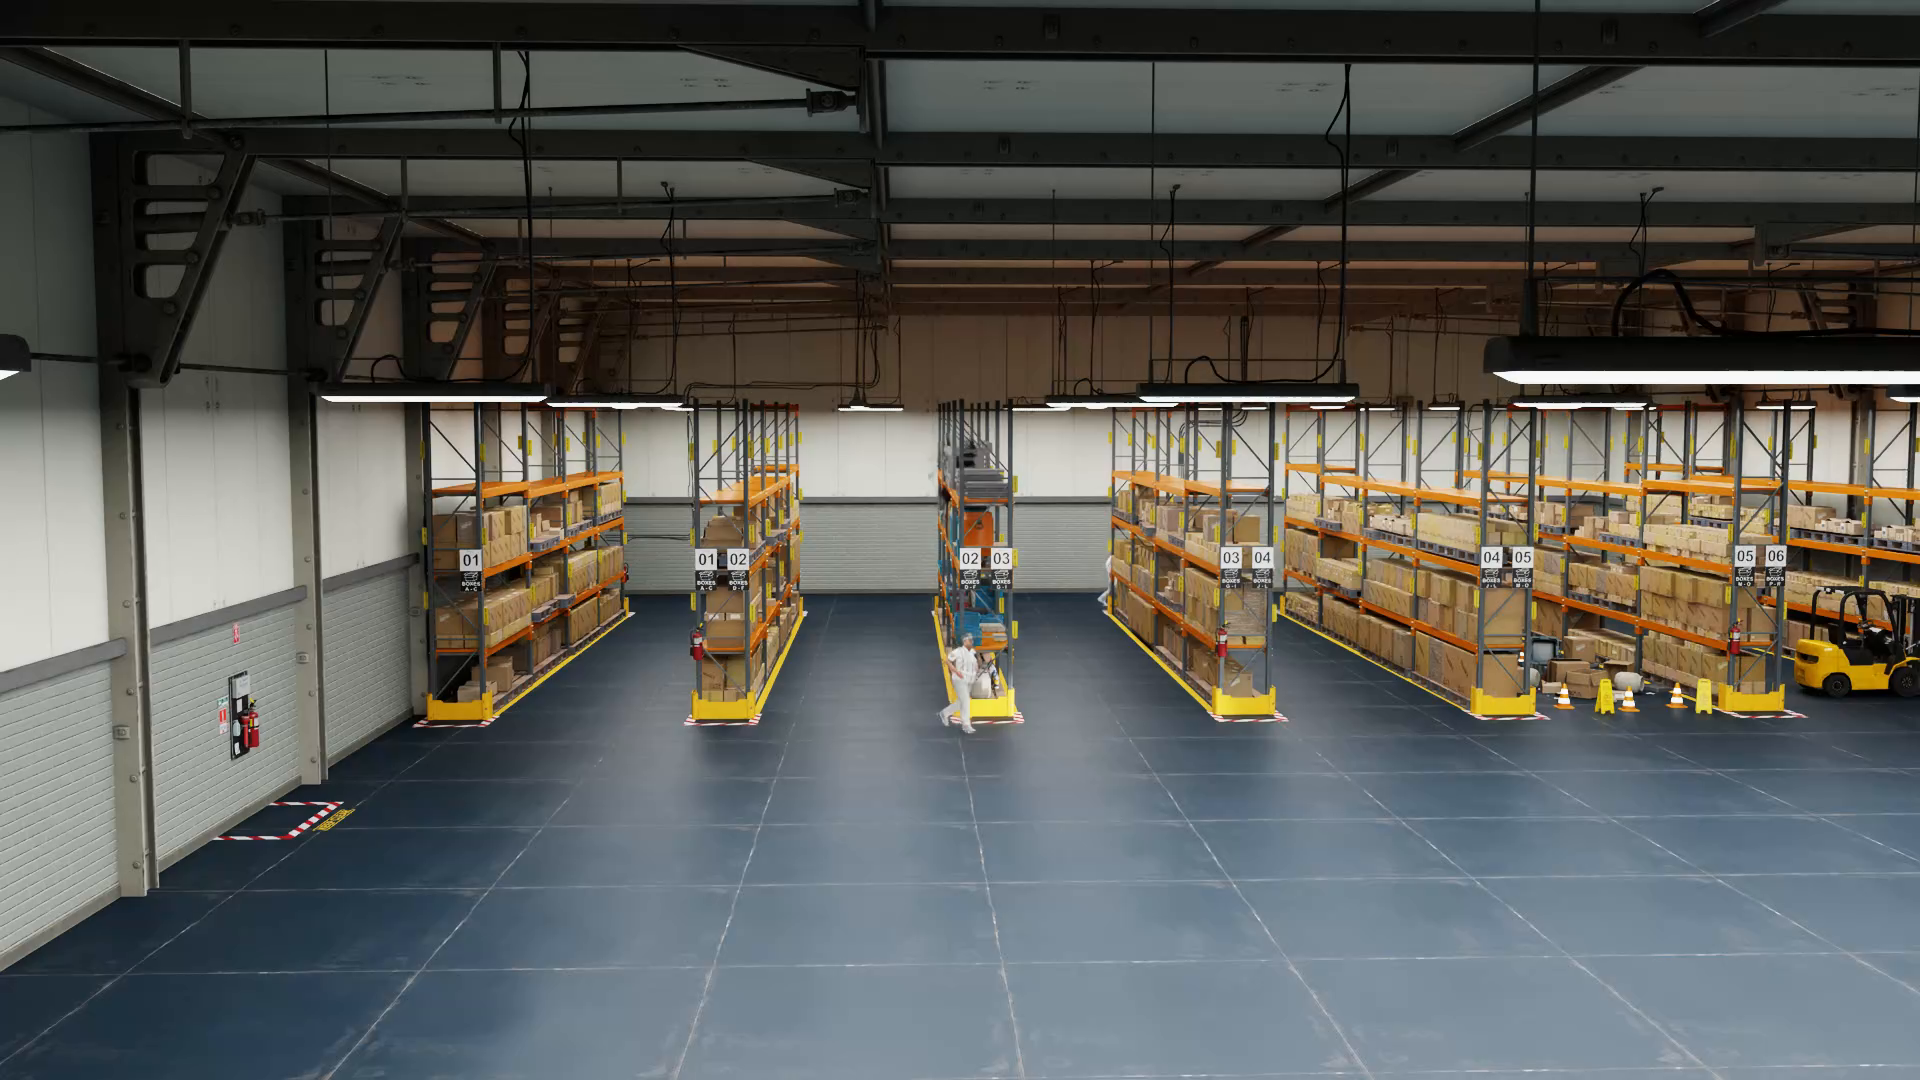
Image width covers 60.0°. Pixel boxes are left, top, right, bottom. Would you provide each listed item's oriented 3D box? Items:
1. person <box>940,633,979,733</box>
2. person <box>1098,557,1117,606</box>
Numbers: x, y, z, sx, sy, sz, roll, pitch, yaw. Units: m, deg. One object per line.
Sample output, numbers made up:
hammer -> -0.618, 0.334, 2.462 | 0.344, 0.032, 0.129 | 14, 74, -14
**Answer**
person -> 0.061, 2.564, 30.247 | 0.906, 1.780, 0.696 | 3, 6, 38
person -> 4.548, 1.122, 49.065 | 0.972, 1.824, 0.723 | 1, 4, 9
